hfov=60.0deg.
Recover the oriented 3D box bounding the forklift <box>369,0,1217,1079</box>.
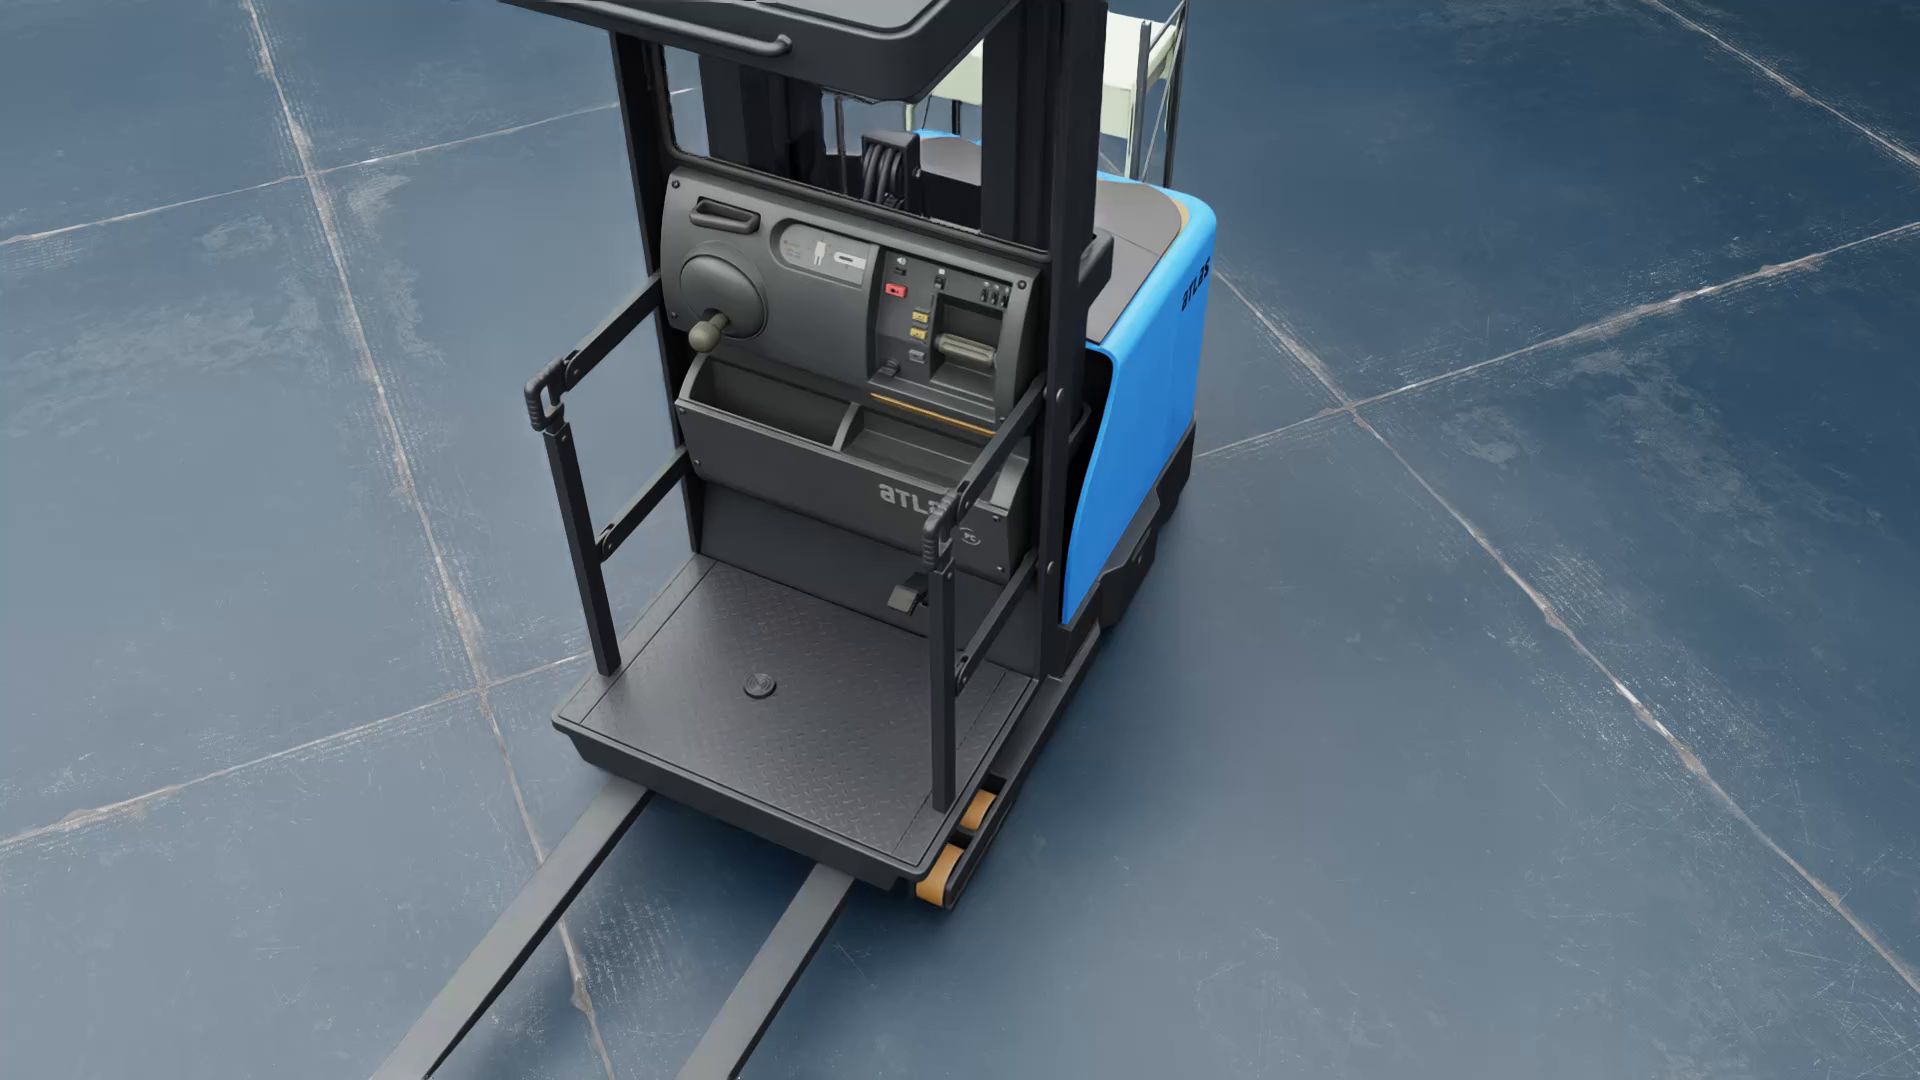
[{"bbox_3d":[-0.365,-0.461,3.630,1.130,2.935,3.031,19,48,18],"label":"forklift"}]

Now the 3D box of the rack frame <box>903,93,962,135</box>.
[{"bbox_3d":[-0.083,-1.211,5.410,0.023,1.500,0.400,17,47,17],"label":"rack frame"}]

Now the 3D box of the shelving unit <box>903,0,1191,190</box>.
[{"bbox_3d":[0.251,-1.107,5.304,0.755,1.500,0.431,17,47,17],"label":"shelving unit"}]

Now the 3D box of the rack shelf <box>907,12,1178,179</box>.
[{"bbox_3d":[0.251,-1.384,5.029,0.720,0.370,0.431,17,47,17],"label":"rack shelf"}]

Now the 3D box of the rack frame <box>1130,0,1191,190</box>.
[{"bbox_3d":[0.585,-1.002,5.197,0.023,1.500,0.400,17,47,17],"label":"rack frame"}]
